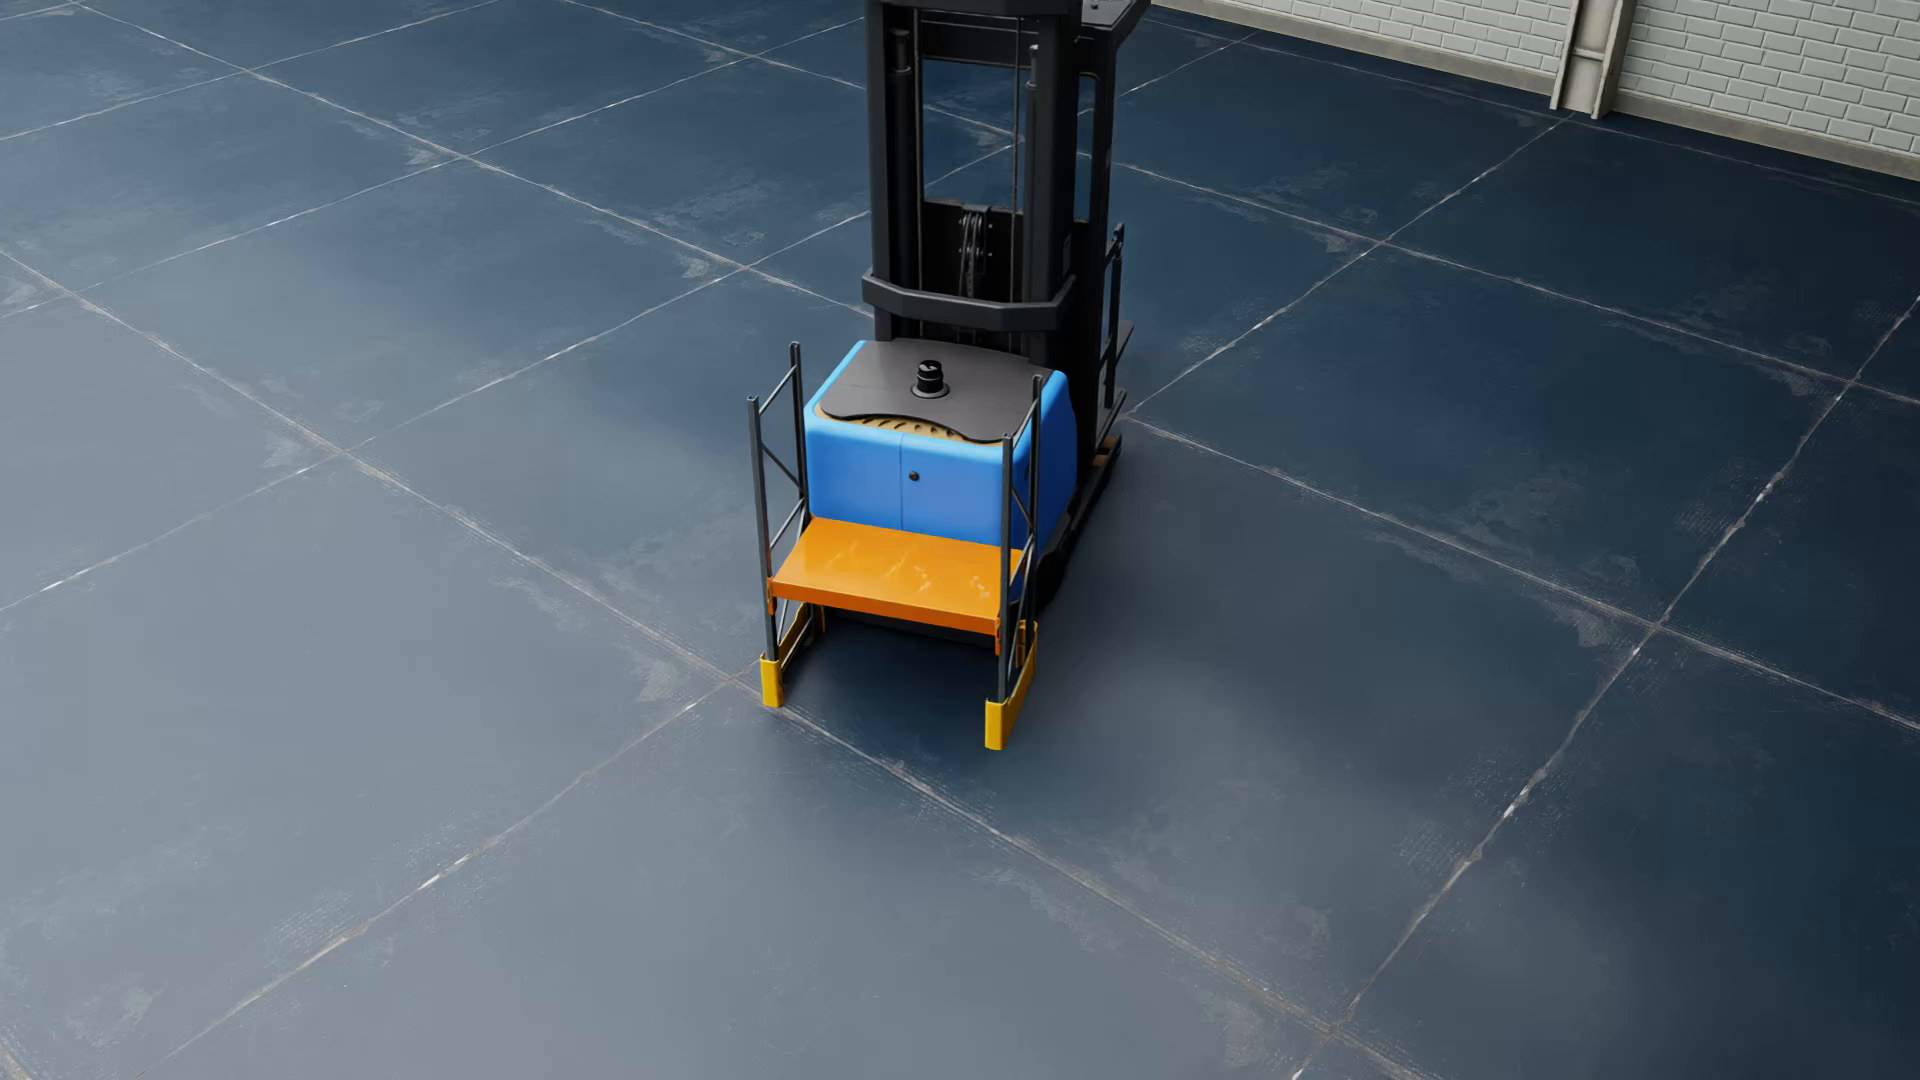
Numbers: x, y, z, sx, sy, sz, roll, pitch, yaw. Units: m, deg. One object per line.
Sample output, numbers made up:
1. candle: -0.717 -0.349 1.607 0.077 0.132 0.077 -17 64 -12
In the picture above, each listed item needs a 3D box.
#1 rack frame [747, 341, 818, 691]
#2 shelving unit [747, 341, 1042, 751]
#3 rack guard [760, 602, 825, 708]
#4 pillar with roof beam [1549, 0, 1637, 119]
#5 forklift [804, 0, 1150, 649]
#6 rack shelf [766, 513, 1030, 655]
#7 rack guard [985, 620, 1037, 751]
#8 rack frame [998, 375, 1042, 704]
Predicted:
1. rack frame: -0.736 -0.054 7.004 0.032 1.500 0.500 9 36 13
2. shelving unit: -0.256 0.024 6.890 1.083 1.500 0.587 9 36 13
3. rack guard: -0.735 0.461 7.358 0.087 0.250 0.587 9 36 13
4. pillar with roof beam: 2.197 -5.277 7.985 0.400 9.000 9.100 25 42 32
5. forklift: 0.220 -1.553 7.922 1.130 2.935 3.031 11 36 15
6. rack shelf: -0.248 0.174 6.990 1.000 0.185 0.538 9 36 13
7. rack guard: 0.222 0.617 7.130 0.087 0.250 0.587 9 36 13
8. rack frame: 0.241 0.105 6.772 0.032 1.500 0.500 9 36 13
